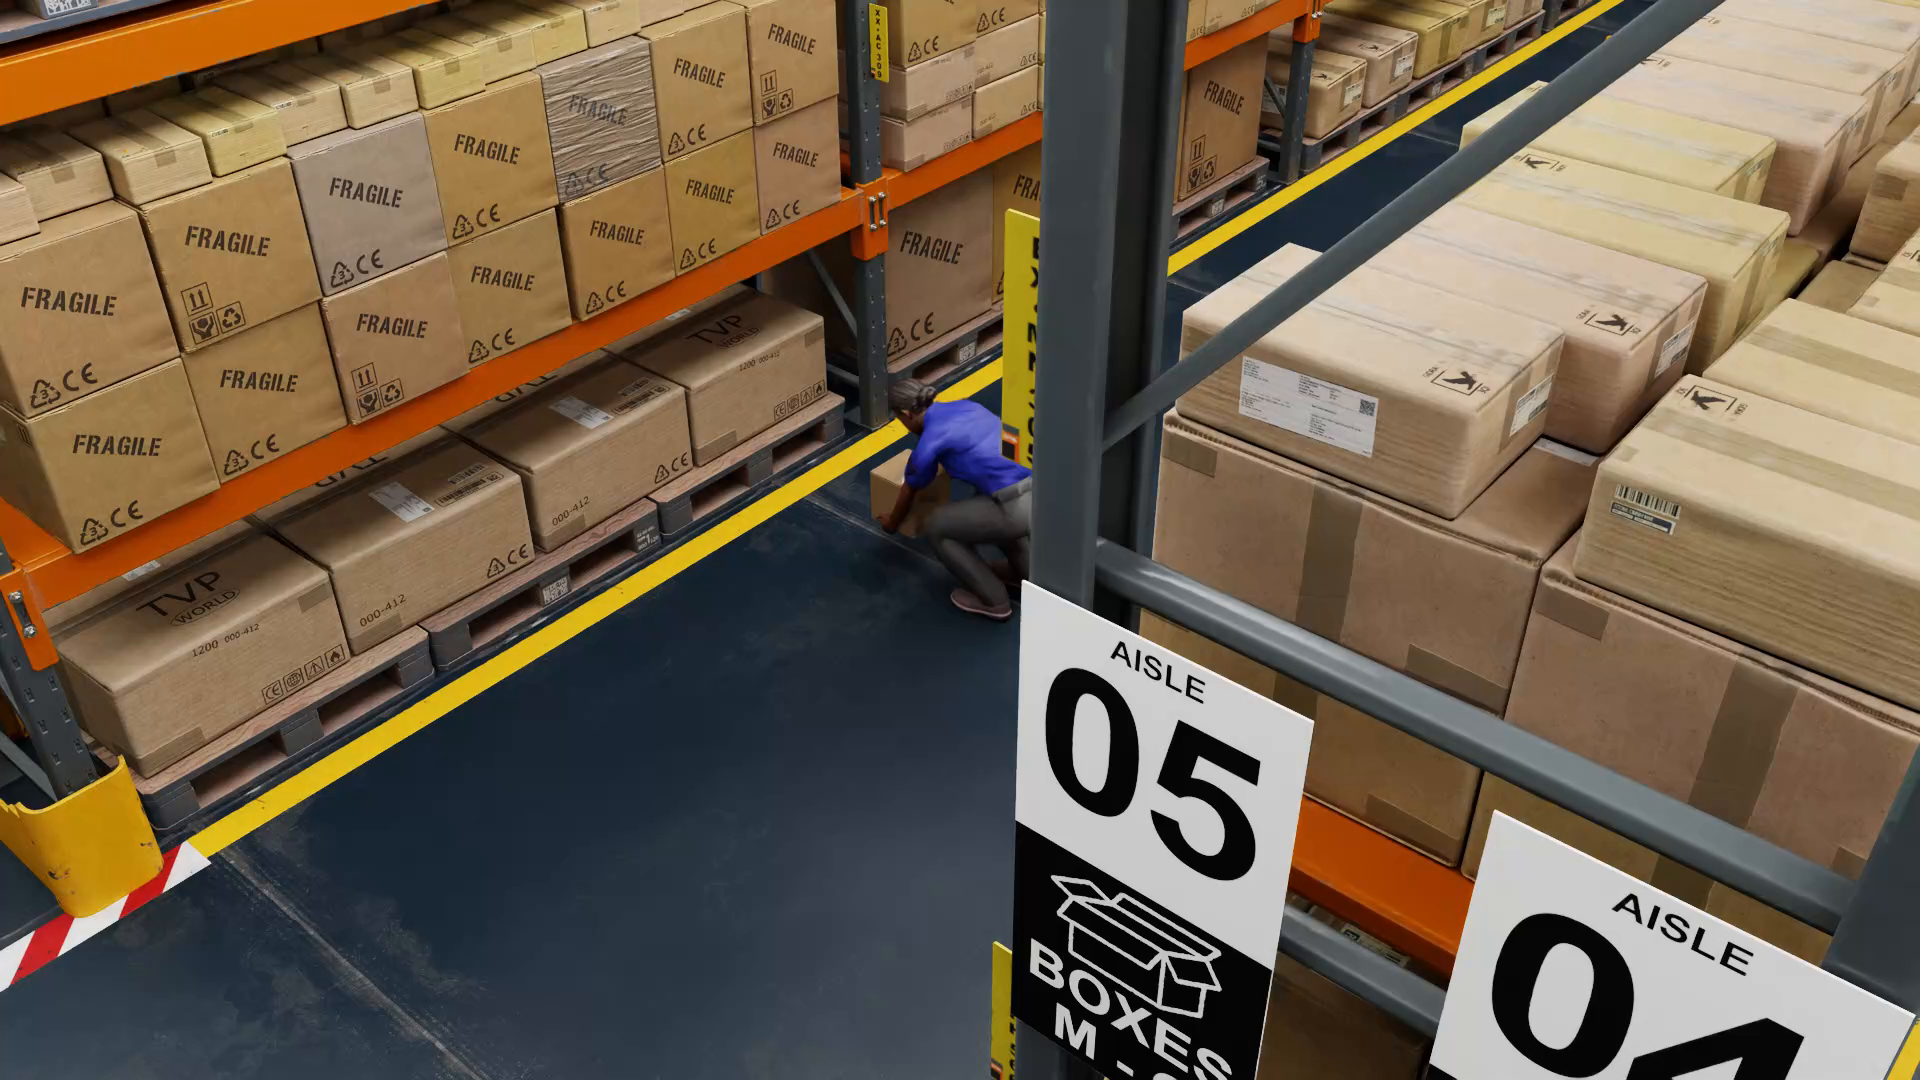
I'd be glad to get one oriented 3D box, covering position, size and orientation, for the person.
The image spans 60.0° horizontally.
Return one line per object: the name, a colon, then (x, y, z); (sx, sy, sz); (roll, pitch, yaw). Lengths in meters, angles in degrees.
person: (0.045, -0.192, 7.056); (0.863, 0.936, 0.465); (24, 42, 30)
